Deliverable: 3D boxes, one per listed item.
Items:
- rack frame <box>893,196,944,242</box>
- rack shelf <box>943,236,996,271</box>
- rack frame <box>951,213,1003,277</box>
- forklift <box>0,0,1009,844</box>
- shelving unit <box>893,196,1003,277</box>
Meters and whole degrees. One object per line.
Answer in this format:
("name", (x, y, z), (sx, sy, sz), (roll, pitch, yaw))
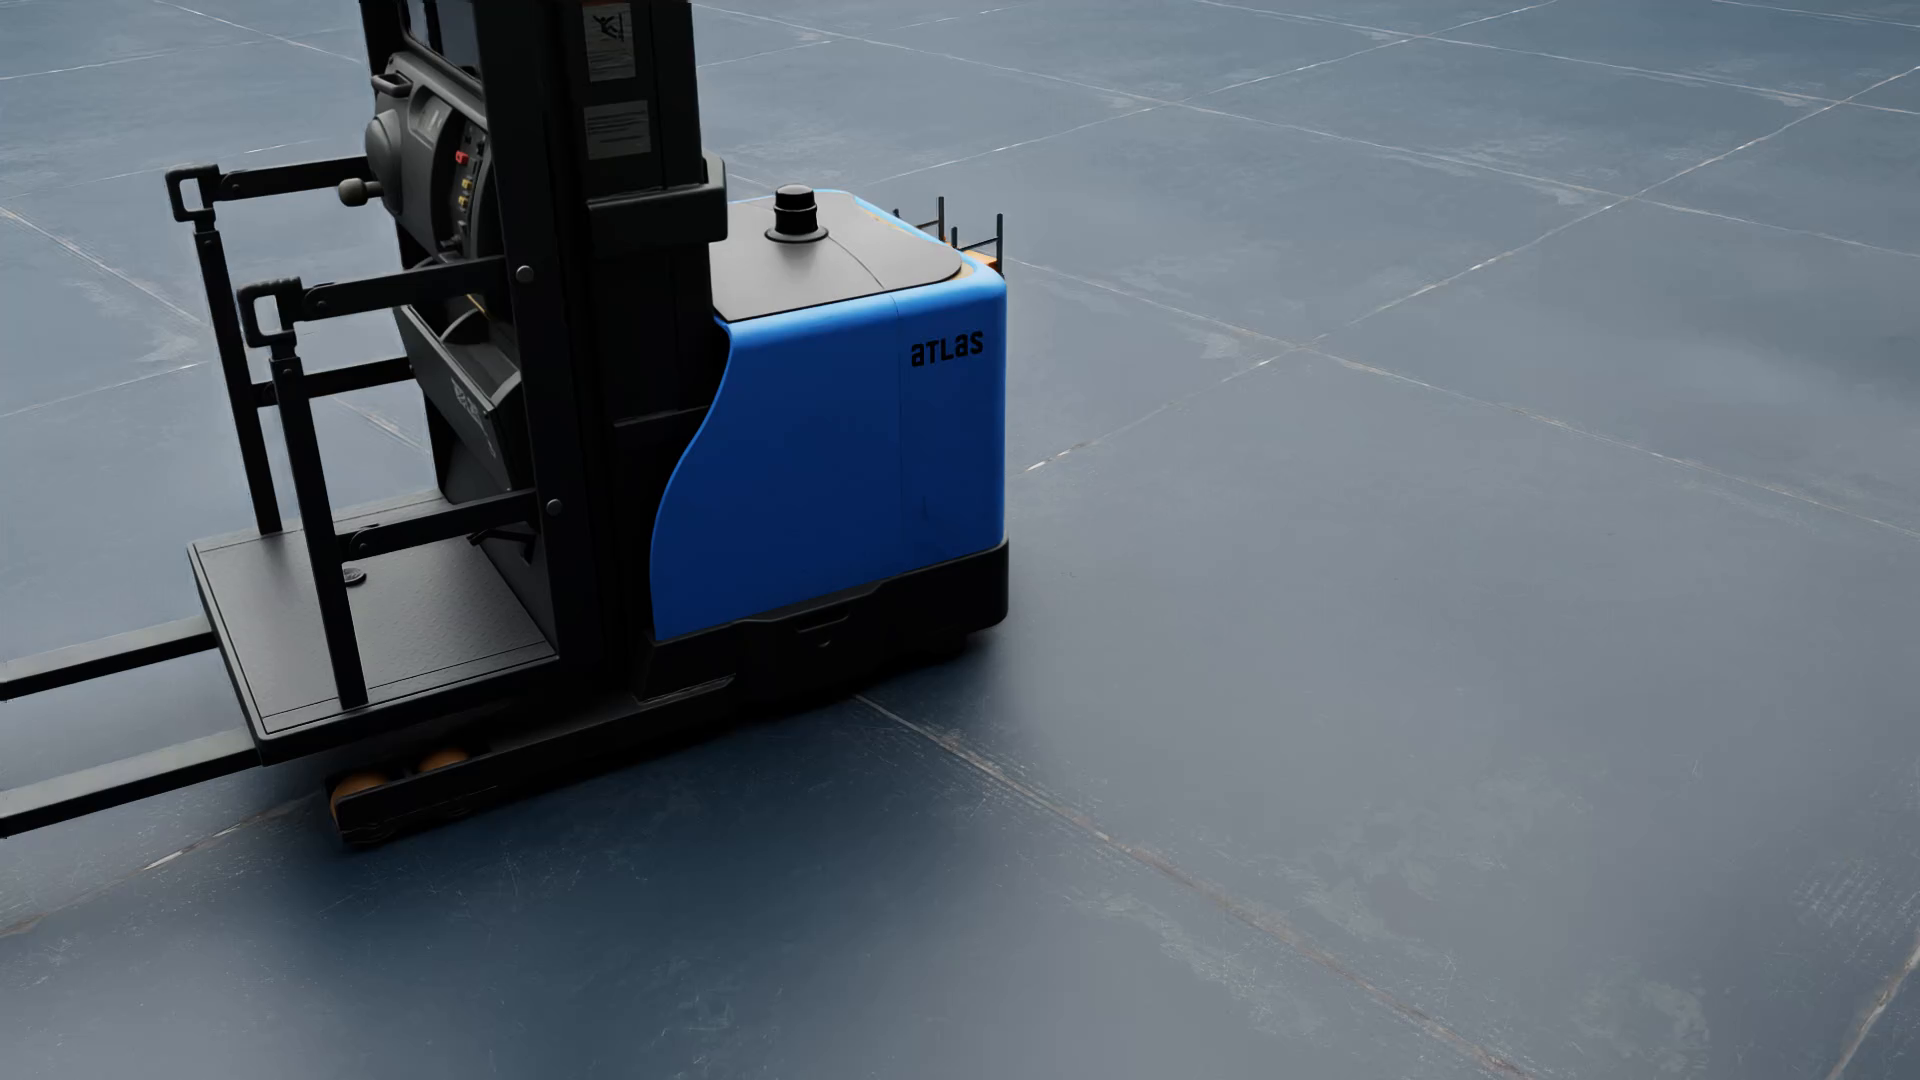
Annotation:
("rack frame", (-0.120, -0.524, 5.117), (0.200, 1.050, 0.008), (-24, 36, -38))
("rack shelf", (-0.036, -0.725, 4.913), (0.215, 0.259, 0.240), (-24, 36, -38))
("rack frame", (0.050, -0.442, 4.963), (0.200, 1.050, 0.008), (-24, 36, -38))
("forklift", (-1.396, -0.868, 3.752), (3.031, 2.935, 1.130), (-15, 31, -27))
("shelving unit", (-0.035, -0.483, 5.040), (0.215, 1.050, 0.252), (-24, 36, -38))
